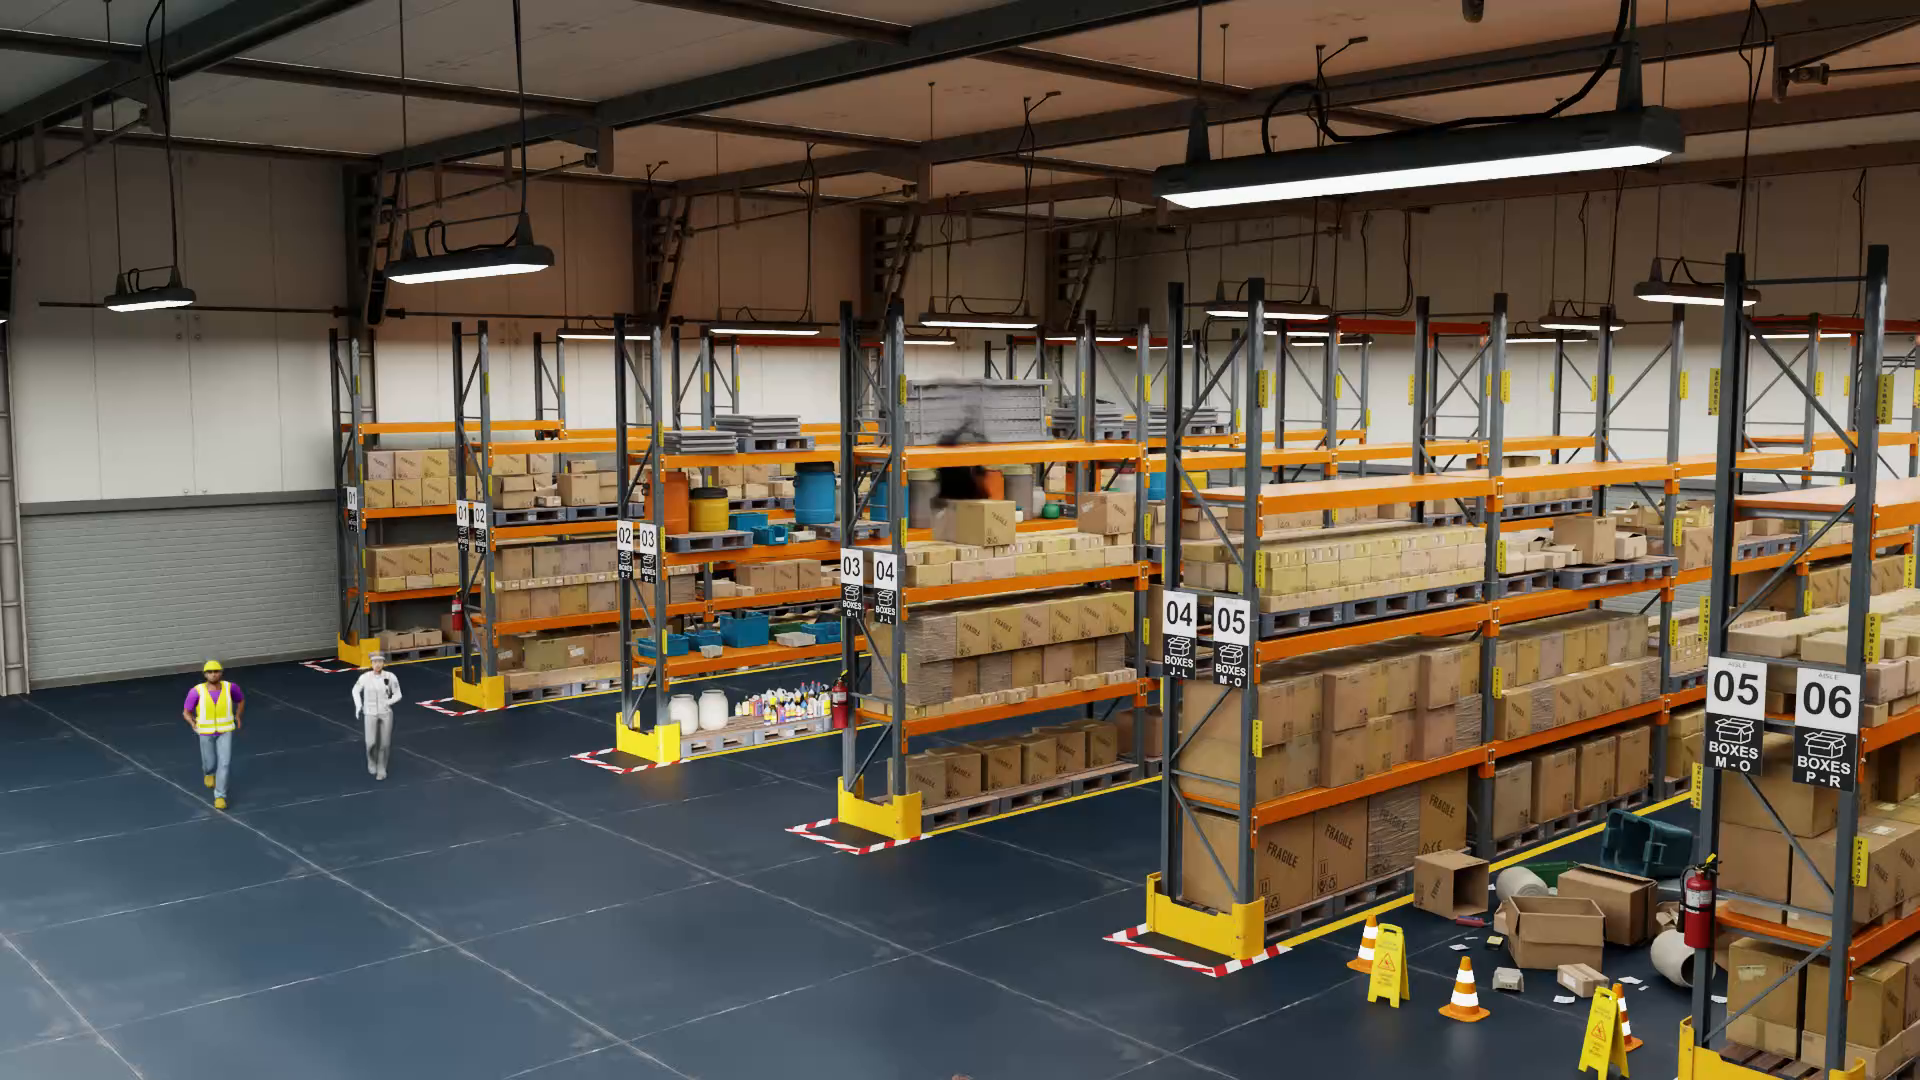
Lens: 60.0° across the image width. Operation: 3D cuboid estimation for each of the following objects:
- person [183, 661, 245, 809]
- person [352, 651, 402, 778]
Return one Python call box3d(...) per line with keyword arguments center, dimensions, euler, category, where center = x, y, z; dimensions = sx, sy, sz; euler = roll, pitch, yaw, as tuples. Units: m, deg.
box3d(center=(-8.996, 2.319, 20.108), dimensions=(0.701, 1.748, 0.831), euler=(-3, 6, -28), category="person")
box3d(center=(-7.441, 2.242, 21.250), dimensions=(0.603, 1.660, 0.574), euler=(-2, 6, -19), category="person")
